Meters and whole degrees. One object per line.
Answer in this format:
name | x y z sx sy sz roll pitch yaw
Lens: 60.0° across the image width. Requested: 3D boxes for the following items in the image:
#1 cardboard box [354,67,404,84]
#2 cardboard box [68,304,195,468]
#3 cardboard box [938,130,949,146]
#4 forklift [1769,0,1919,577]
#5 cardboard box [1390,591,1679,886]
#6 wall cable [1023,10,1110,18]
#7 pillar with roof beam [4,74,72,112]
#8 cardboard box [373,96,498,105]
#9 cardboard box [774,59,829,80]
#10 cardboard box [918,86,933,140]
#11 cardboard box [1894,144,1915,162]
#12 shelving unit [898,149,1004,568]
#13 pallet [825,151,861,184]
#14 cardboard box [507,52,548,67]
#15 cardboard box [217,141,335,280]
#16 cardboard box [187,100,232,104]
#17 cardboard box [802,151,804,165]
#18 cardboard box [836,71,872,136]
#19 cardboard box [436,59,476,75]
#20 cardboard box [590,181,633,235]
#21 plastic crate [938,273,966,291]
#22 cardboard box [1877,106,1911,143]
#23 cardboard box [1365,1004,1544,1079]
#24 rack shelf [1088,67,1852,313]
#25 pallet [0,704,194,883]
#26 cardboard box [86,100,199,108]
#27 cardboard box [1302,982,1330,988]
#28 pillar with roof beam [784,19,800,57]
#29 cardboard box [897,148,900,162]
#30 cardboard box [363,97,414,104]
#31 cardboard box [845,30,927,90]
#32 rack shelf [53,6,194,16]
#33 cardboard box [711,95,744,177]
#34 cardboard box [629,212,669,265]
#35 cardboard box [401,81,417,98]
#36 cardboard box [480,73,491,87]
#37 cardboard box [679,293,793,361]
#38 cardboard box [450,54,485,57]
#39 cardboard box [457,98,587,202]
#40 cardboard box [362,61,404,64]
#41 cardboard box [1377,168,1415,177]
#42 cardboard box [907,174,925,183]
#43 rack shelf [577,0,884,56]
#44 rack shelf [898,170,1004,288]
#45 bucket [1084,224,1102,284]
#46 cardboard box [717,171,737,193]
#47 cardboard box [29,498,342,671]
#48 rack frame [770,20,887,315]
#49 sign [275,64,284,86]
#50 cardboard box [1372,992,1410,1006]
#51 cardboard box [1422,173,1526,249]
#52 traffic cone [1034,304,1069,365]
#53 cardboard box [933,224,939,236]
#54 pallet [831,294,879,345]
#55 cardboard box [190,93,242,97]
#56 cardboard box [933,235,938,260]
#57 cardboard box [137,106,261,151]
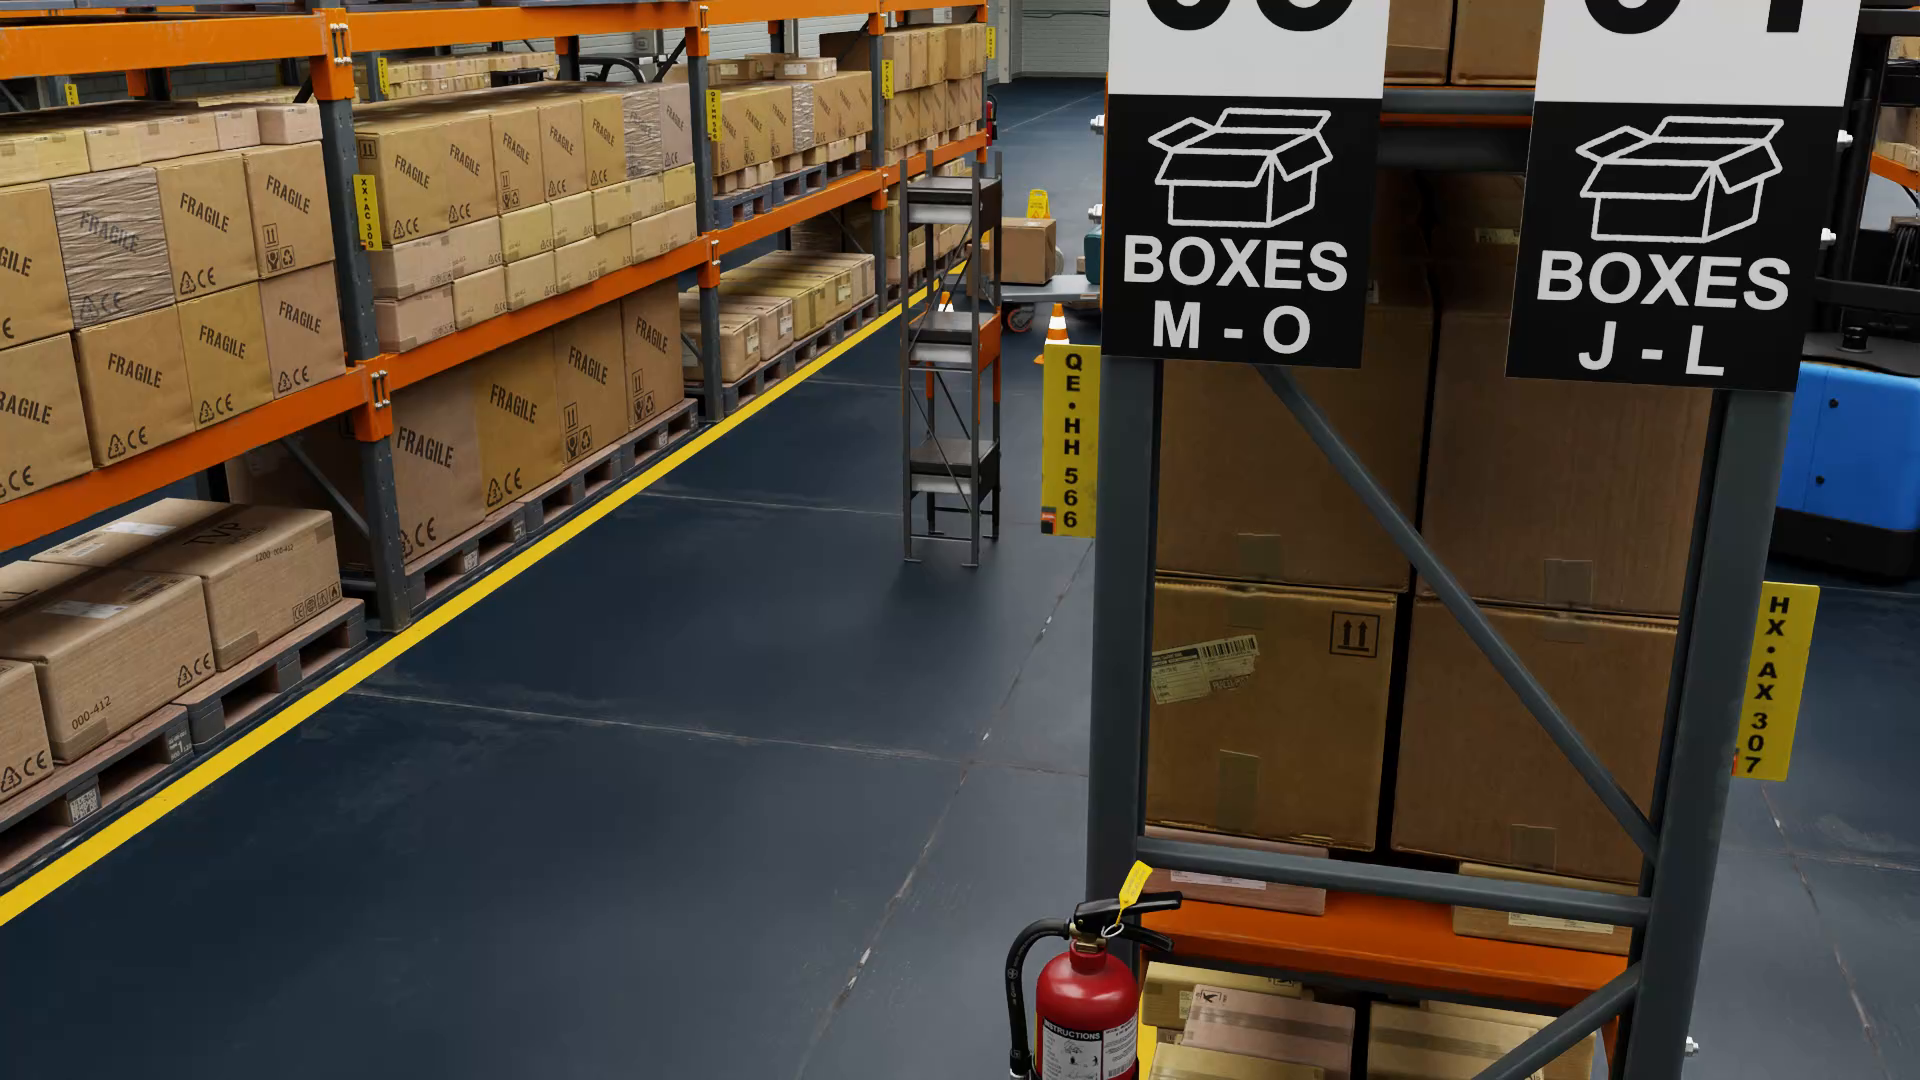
cardboard box | -5.623 -4.496 16.092 0.380 0.149 0.250 5 20 14
cardboard box | -3.223 -0.588 6.112 0.500 0.500 0.500 4 19 13
cardboard box | -0.325 -4.128 17.021 0.380 0.149 0.250 4 19 13
forklift | 5.420 -1.591 9.310 1.130 2.935 3.031 17 25 41
cardboard box | 1.096 0.280 3.113 0.500 0.500 0.500 6 20 16
wall cable | 3.277 -16.623 48.736 3.097 2.526 0.112 5 19 13
pillar with roof beam | -3.347 -5.650 11.806 9.100 9.000 0.400 5 19 13
cardboard box | -2.889 -2.190 9.257 0.500 0.500 0.500 5 19 14
cardboard box | -1.268 -3.760 13.287 0.380 0.149 0.250 4 19 11
cardboard box | -0.561 -4.153 16.091 0.500 0.500 0.500 4 19 13
cardboard box | 8.916 -3.581 15.421 0.380 0.149 0.250 5 19 13
shelving unit | -0.040 -0.942 8.696 0.431 2.100 0.503 5 19 13
pallet | -1.502 -3.215 14.256 1.003 0.211 1.213 5 19 13
cardboard box | -4.924 -5.465 18.927 0.380 0.149 0.250 5 19 13
cardboard box | -2.976 -1.377 6.877 0.500 0.500 0.500 4 19 13
cardboard box | -6.327 -3.596 13.917 0.380 0.149 0.250 5 19 13
cardboard box | -1.459 -3.037 13.178 0.380 0.149 0.250 4 19 11
cardboard box | -1.065 -3.758 14.283 0.500 0.500 0.500 4 19 12
cardboard box | -5.341 -4.986 17.525 0.380 0.149 0.250 5 19 14
cardboard box | -2.250 -1.951 9.716 0.500 0.250 0.500 4 19 12
plastic crate | 0.005 -2.579 16.616 0.402 0.080 0.583 -2 19 -6
cardboard box | 9.252 -4.023 15.709 0.875 0.500 0.500 5 19 13
cardboard box | 1.127 1.222 3.809 0.380 0.149 0.250 5 19 14
rack shelf | 1.207 -1.119 4.296 1.077 0.370 4.000 5 19 13
pallet | -3.687 0.909 6.199 1.003 0.211 1.213 5 19 13
cardboard box | -3.458 -1.775 7.039 0.380 0.149 0.250 4 19 13
cardboard box | 0.784 1.028 4.377 0.380 0.149 0.250 4 19 11
pillar with roof beam | 1.051 -11.291 28.323 9.100 9.000 0.400 5 19 13
cardboard box | -0.775 -3.571 15.392 0.380 0.149 0.250 5 20 15
cardboard box | -5.627 -4.090 16.367 0.500 0.500 0.500 4 19 12
cardboard box | -0.710 -4.474 15.484 0.700 0.500 0.500 5 19 14
rack shelf | -6.477 -4.377 13.833 1.077 0.370 4.000 5 19 13
cardboard box | -1.817 -2.790 11.449 0.500 0.500 0.500 4 19 12
cardboard box | -2.133 -1.869 10.250 0.500 0.250 0.500 5 19 14
cardboard box | -5.594 -4.439 16.385 0.380 0.149 0.250 5 20 15
cardboard box | -5.262 -4.927 17.812 0.380 0.149 0.250 5 19 13
cardboard box | -1.831 -1.643 12.774 0.950 0.372 0.625 4 19 12
cardboard box | -5.523 -5.345 18.578 0.380 0.149 0.250 5 19 14
cardboard box | -2.400 -2.143 9.120 0.500 0.500 0.500 4 19 12
cardboard box | -5.967 -4.866 17.175 0.380 0.149 0.250 4 19 12
cardboard box | 1.084 -0.887 4.982 0.500 0.500 0.500 5 19 14
cardboard box | -0.556 -3.452 16.095 0.380 0.149 0.250 5 20 15
rack shelf | -1.663 -3.986 12.689 1.077 0.370 4.000 5 19 13
rack shelf | -0.040 -1.591 8.474 0.431 0.518 0.480 5 19 13
bucket | 1.448 -2.569 14.782 0.726 0.611 0.620 12 32 32
cardboard box | -1.790 -2.533 11.702 0.380 0.149 0.250 3 19 10
cardboard box | -3.386 0.176 7.346 0.875 0.438 0.875 4 19 13
rack frame | -1.174 -3.534 14.893 1.000 3.000 0.127 5 19 13
sign | -6.527 -4.415 16.011 0.100 0.325 0.005 5 19 13
cardboard box | 1.334 1.272 4.583 0.380 0.149 0.250 5 19 14
cardboard box | 1.473 -0.674 4.359 0.500 0.500 0.500 4 19 12
traffic cone | 0.779 -1.664 13.344 0.336 0.463 0.334 5 19 13
cardboard box | -0.521 -3.281 16.596 0.500 0.500 0.500 6 20 16
pallet | -1.363 -1.970 14.628 1.003 0.211 1.213 5 19 13
cardboard box | -6.588 -3.870 14.718 0.380 0.149 0.250 5 19 13
cardboard box | -0.522 -2.930 16.728 0.500 0.250 0.500 4 19 13
cardboard box | -3.065 -1.658 6.696 0.380 0.149 0.250 5 20 15
